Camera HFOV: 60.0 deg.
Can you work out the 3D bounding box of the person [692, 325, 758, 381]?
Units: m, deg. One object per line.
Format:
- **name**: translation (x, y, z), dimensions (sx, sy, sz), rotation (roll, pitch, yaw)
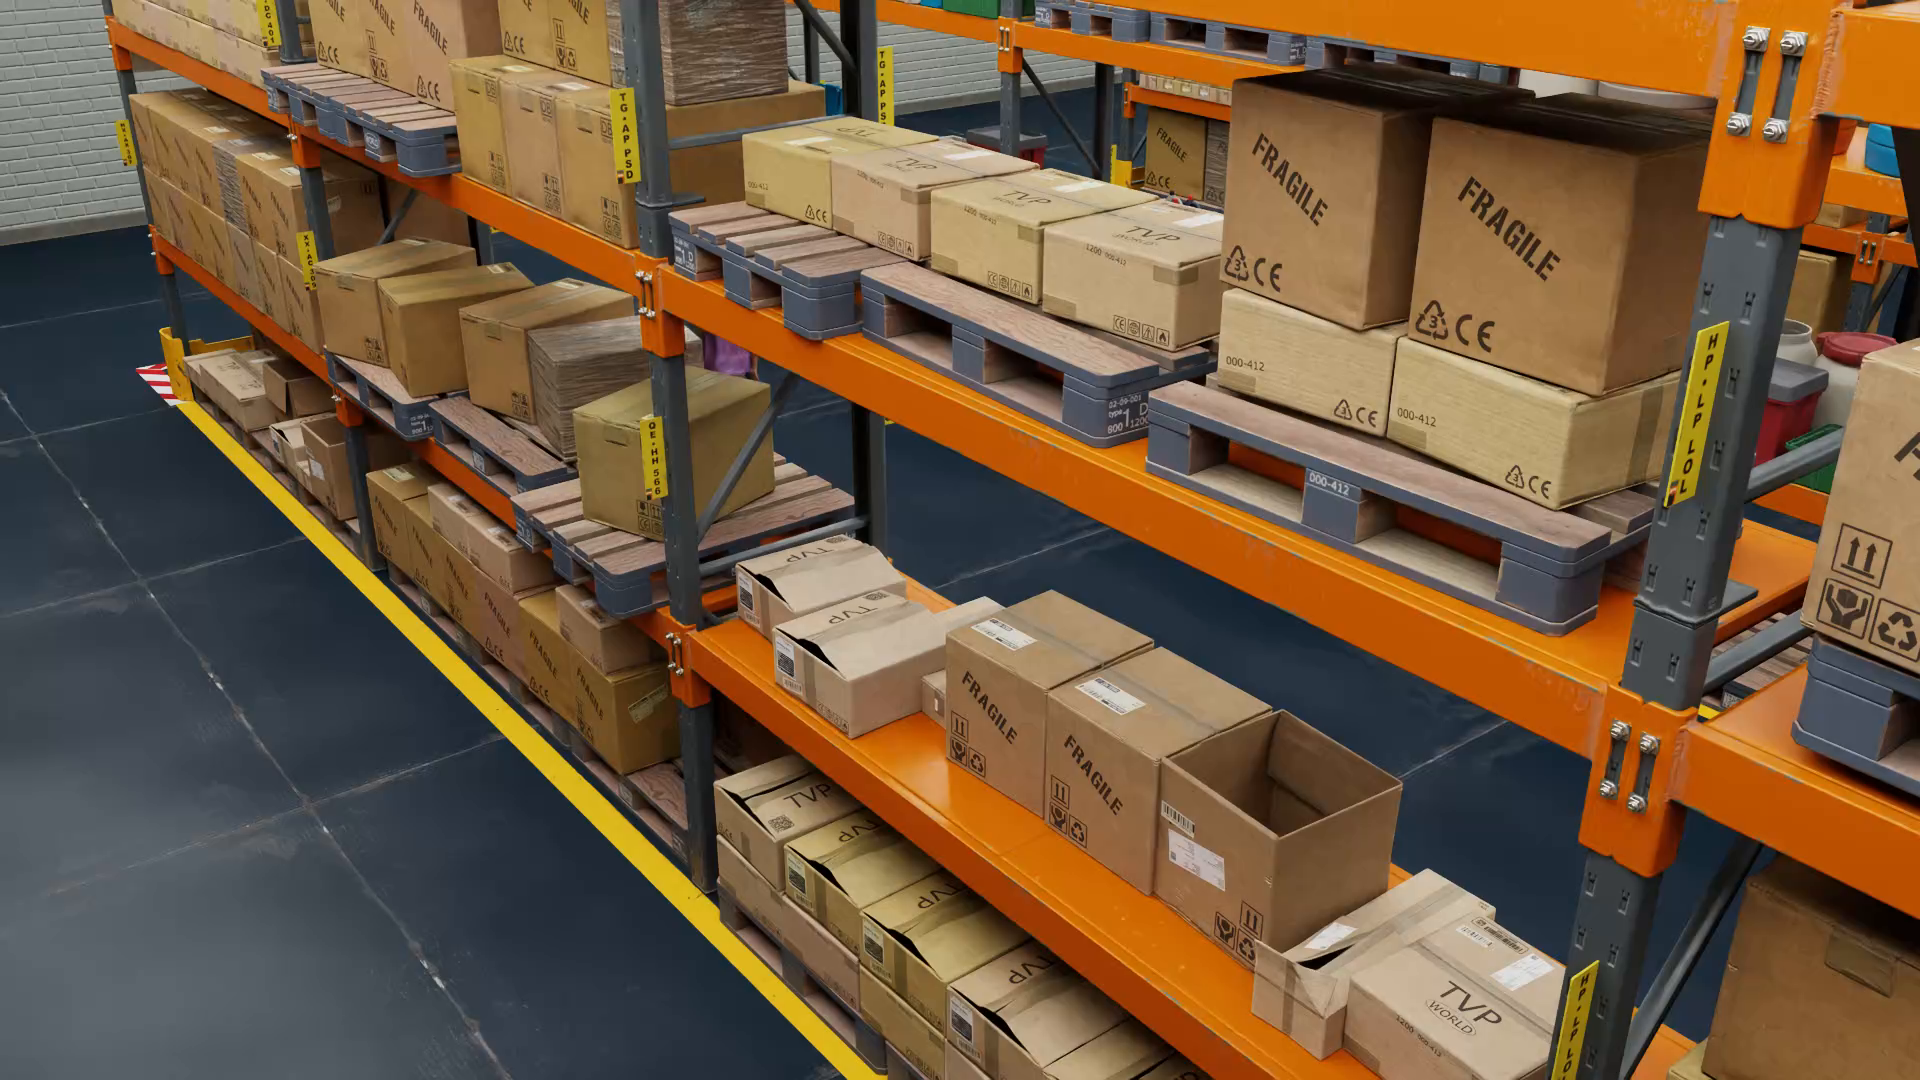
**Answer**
- **person**: translation (-1.556, -1.104, 10.996), dimensions (0.424, 1.643, 0.584), rotation (-12, 28, -24)
